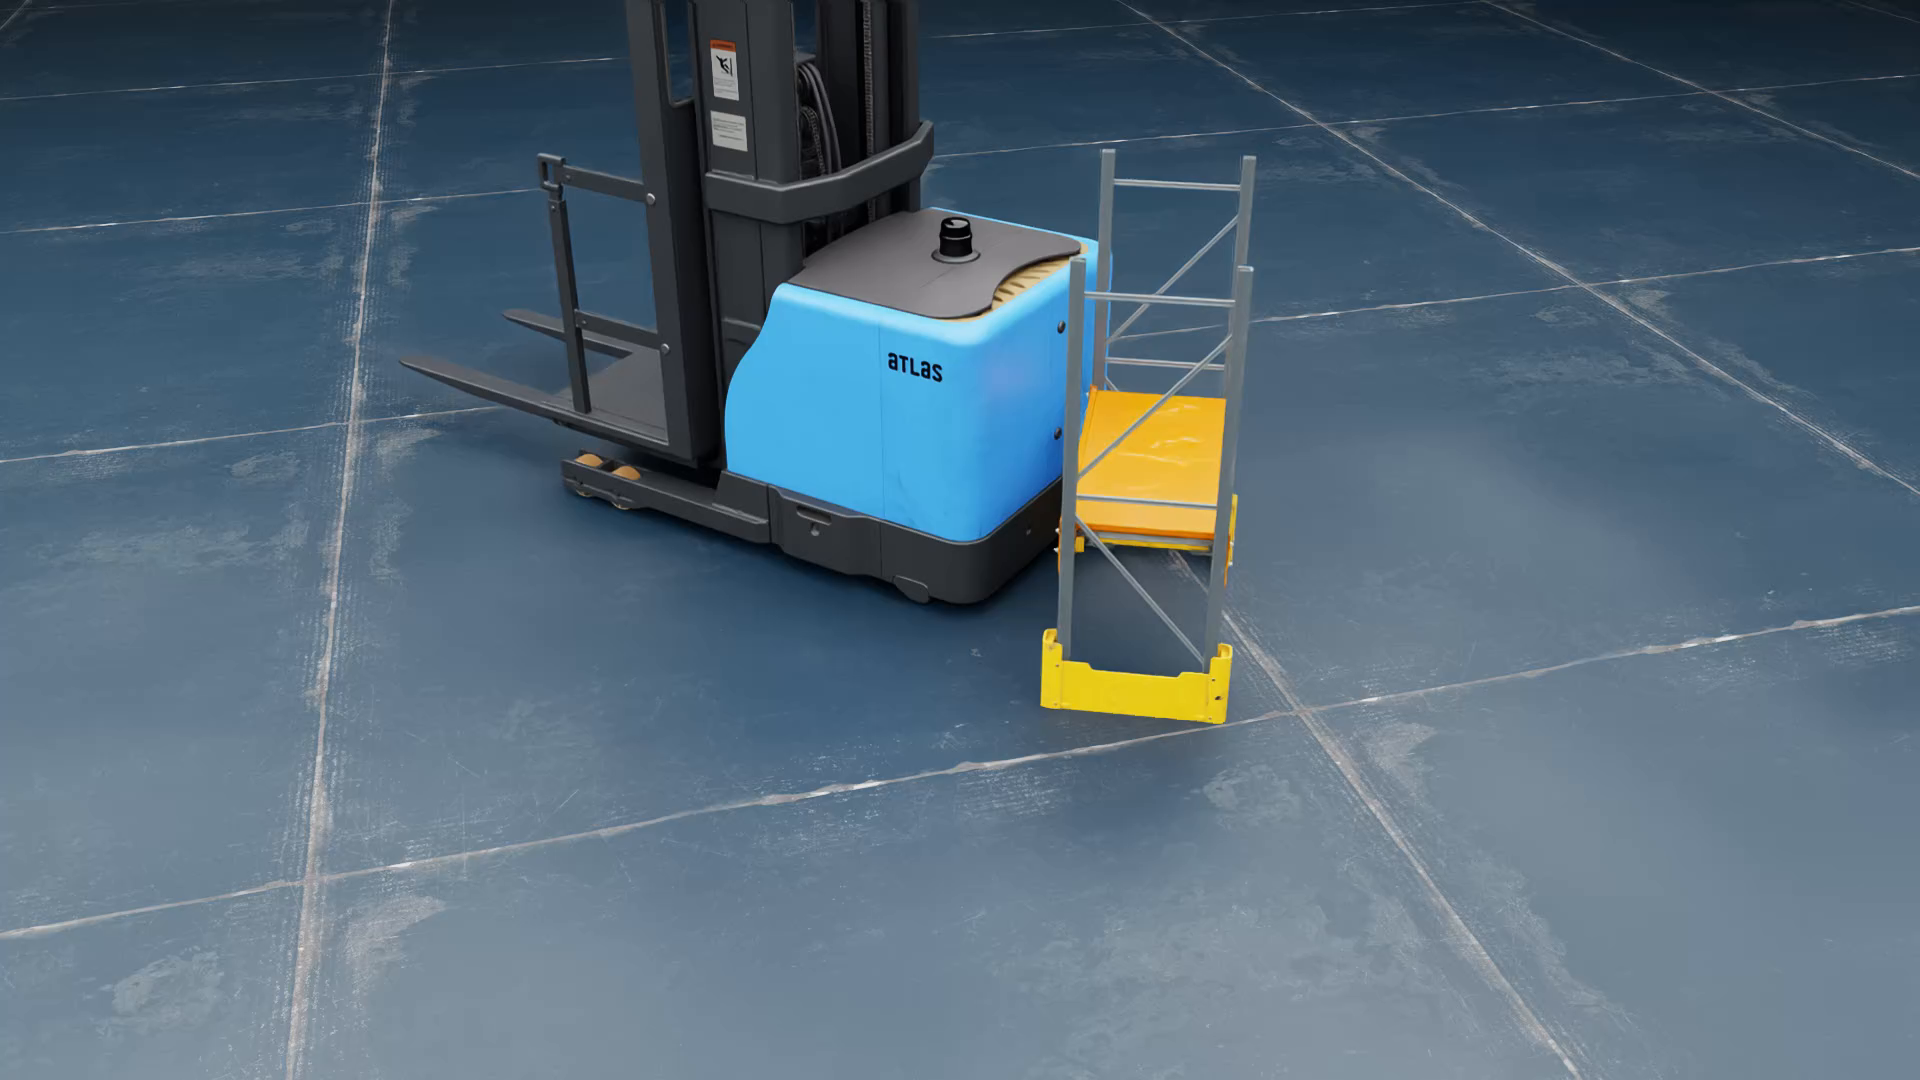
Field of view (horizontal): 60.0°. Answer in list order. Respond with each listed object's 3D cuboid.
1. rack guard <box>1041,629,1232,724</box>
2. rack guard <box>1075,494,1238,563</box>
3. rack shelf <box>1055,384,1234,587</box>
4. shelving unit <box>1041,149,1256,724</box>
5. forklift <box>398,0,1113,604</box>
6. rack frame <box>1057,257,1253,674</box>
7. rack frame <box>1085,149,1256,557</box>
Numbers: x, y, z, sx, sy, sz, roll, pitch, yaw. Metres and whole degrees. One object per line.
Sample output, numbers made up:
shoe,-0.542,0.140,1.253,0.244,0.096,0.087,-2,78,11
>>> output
rack guard,0.553,0.431,5.256,0.587,0.250,0.087,5,30,8
rack guard,0.712,-0.061,6.107,0.587,0.250,0.087,5,30,8
rack shelf,0.634,-0.205,5.466,0.538,0.185,1.000,5,30,8
shelving unit,0.633,-0.356,5.368,0.587,1.500,1.083,5,30,8
forklift,-0.960,-1.591,6.072,3.031,2.935,1.130,17,34,27
rack frame,0.553,-0.109,4.942,0.500,1.500,0.032,5,30,8
rack frame,0.715,-0.612,5.810,0.500,1.500,0.032,5,30,8
